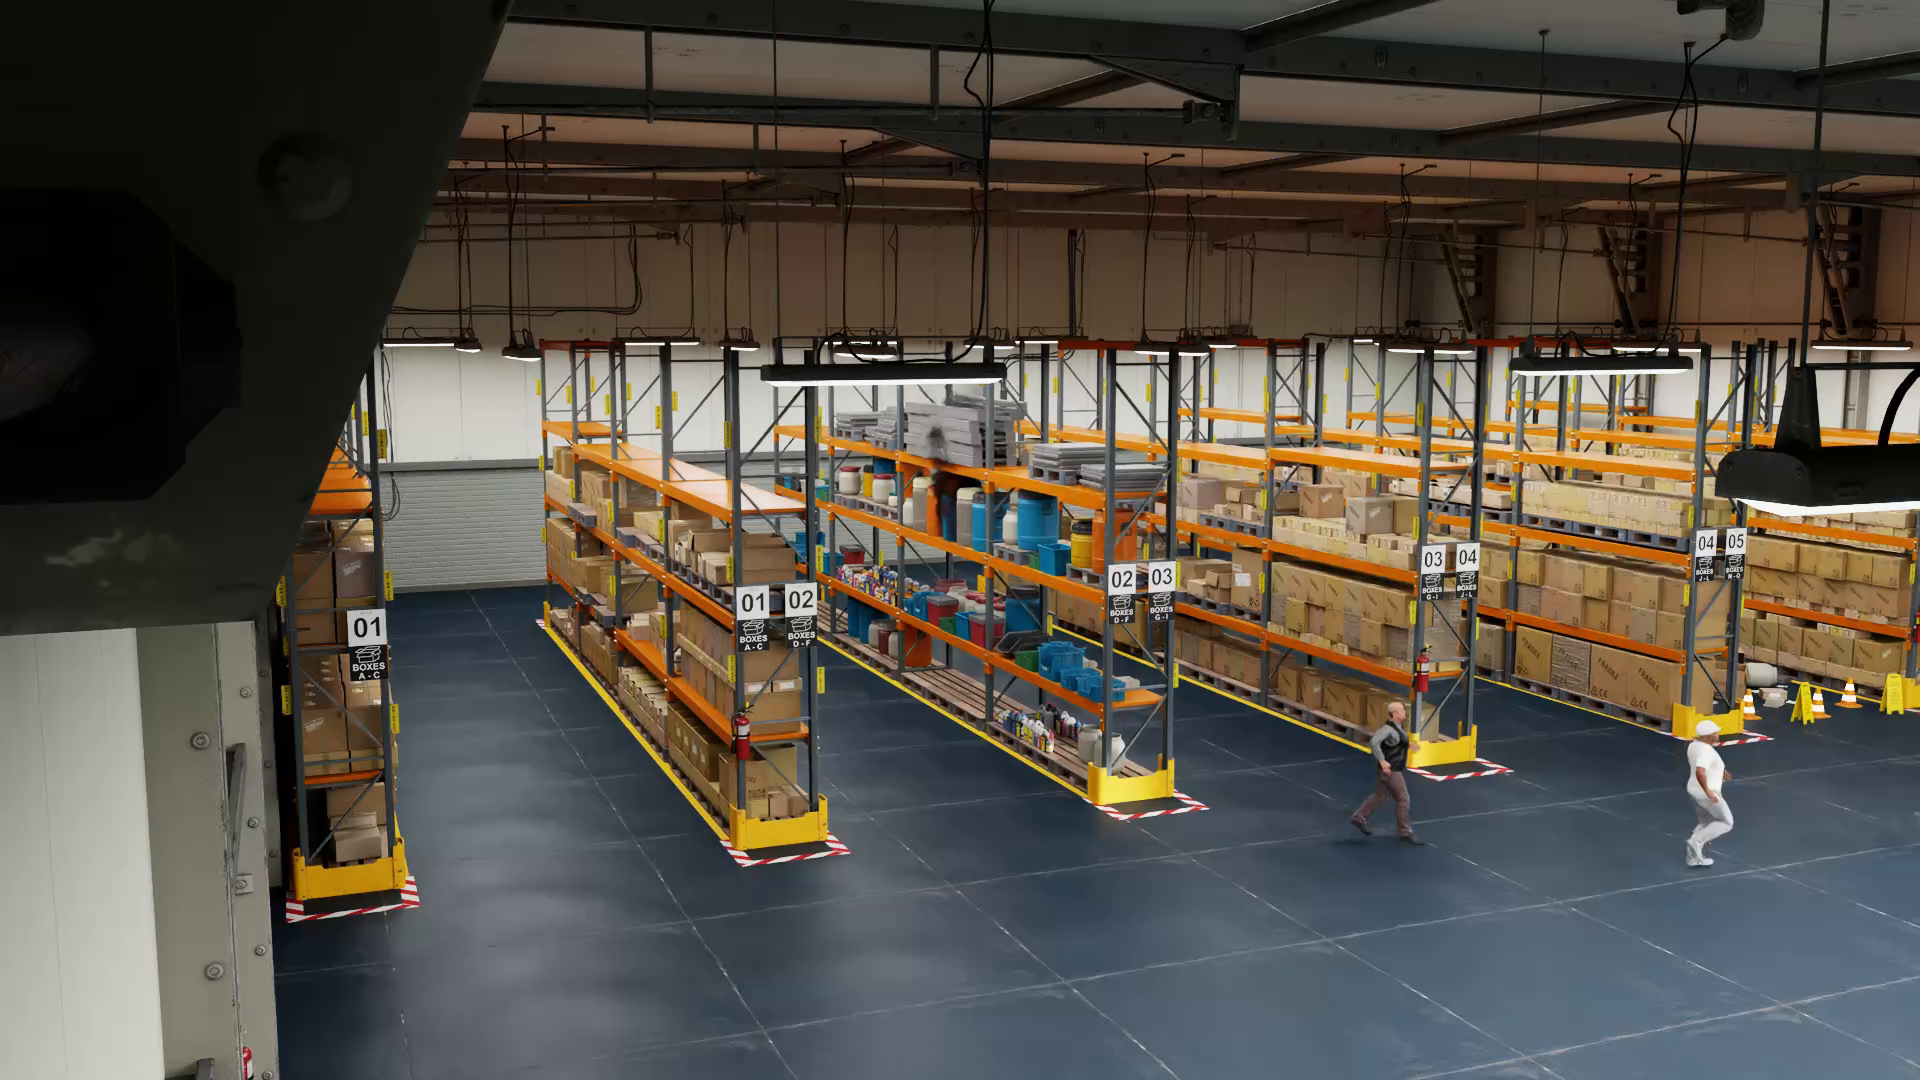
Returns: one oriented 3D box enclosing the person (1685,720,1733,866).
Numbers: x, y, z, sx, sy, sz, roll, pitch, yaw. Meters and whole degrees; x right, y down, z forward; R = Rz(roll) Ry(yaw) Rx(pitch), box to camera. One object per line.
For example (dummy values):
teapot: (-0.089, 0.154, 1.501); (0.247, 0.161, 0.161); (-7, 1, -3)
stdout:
person: (8.740, 2.961, 19.410); (0.597, 1.731, 0.706); (0, 7, 0)

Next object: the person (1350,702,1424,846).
person: (5.239, 2.819, 20.306); (0.892, 1.734, 0.647); (2, 8, 15)
